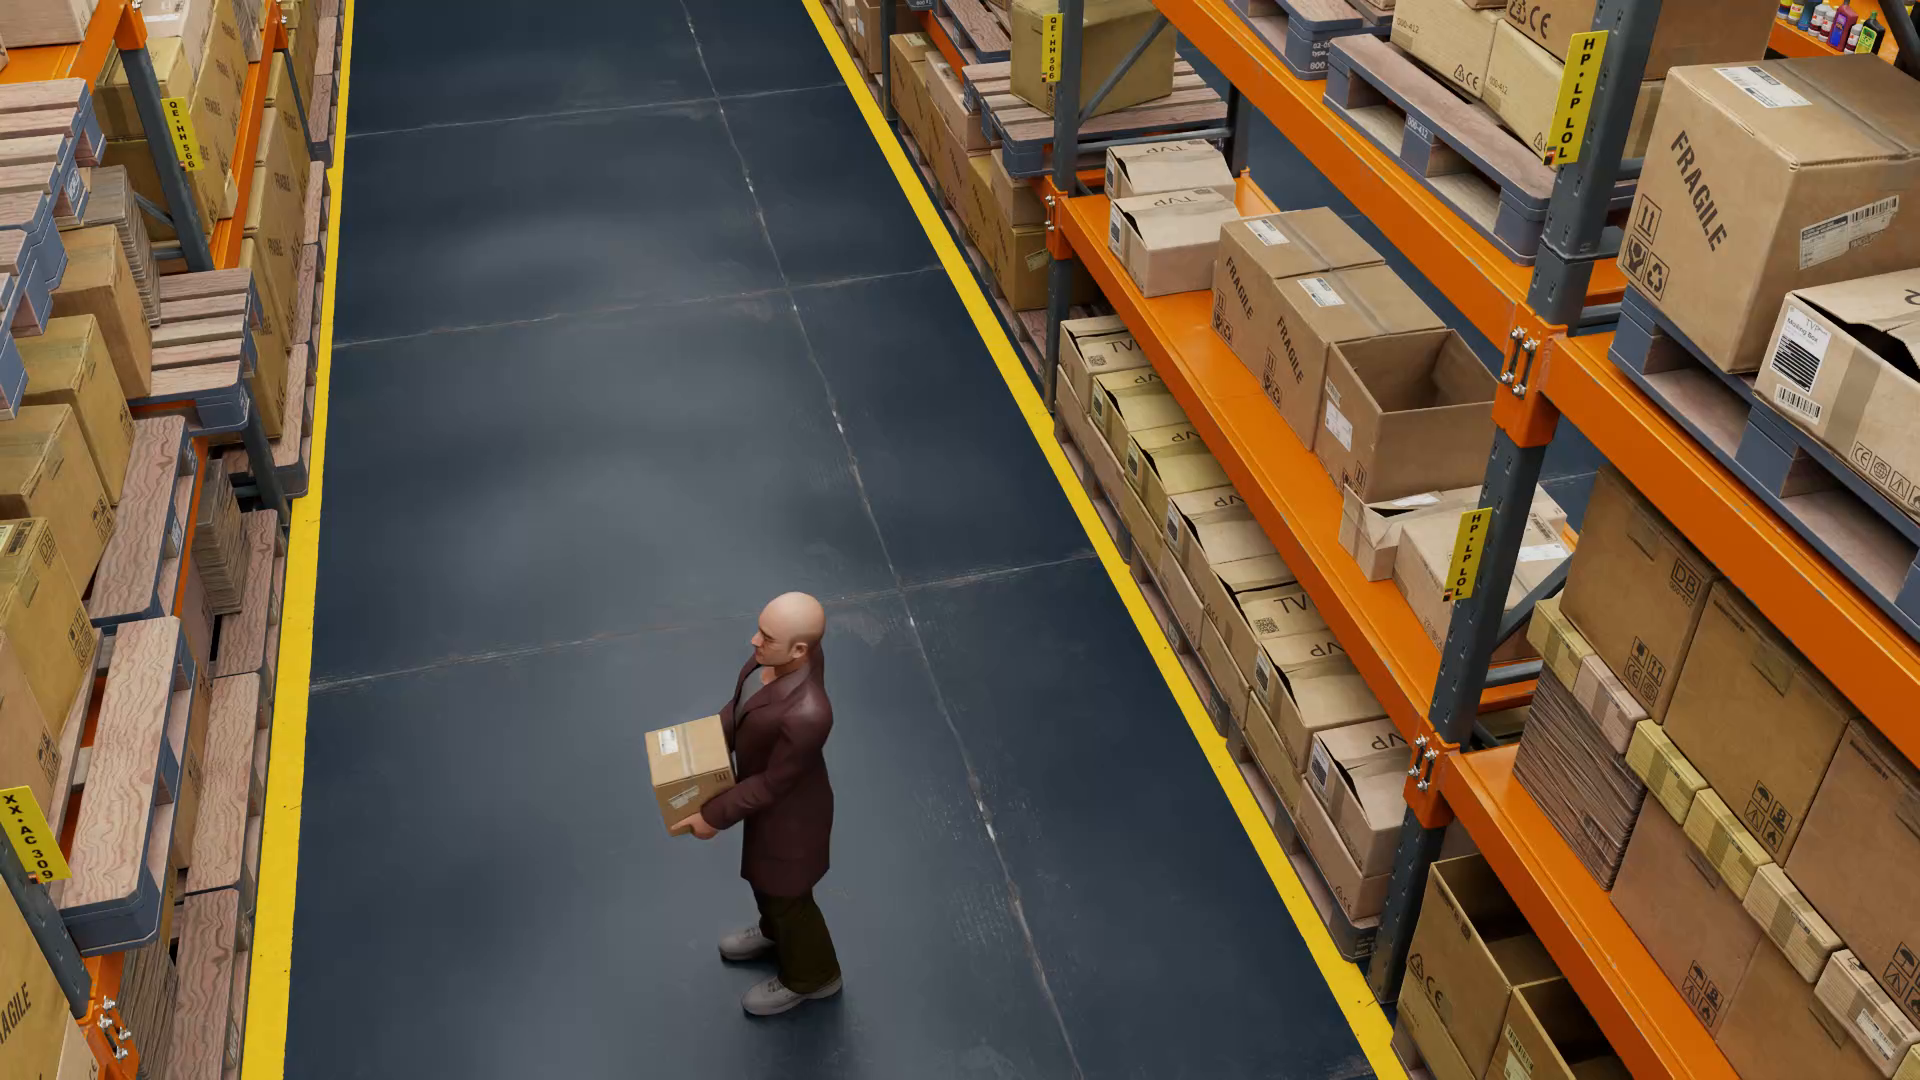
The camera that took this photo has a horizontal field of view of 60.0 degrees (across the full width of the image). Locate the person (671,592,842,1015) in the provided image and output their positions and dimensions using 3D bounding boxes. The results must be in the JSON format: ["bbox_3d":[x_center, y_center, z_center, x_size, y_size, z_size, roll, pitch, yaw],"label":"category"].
[{"bbox_3d":[-0.689,0.895,5.574,0.563,1.769,0.527,-9,39,-11],"label":"person"}]
